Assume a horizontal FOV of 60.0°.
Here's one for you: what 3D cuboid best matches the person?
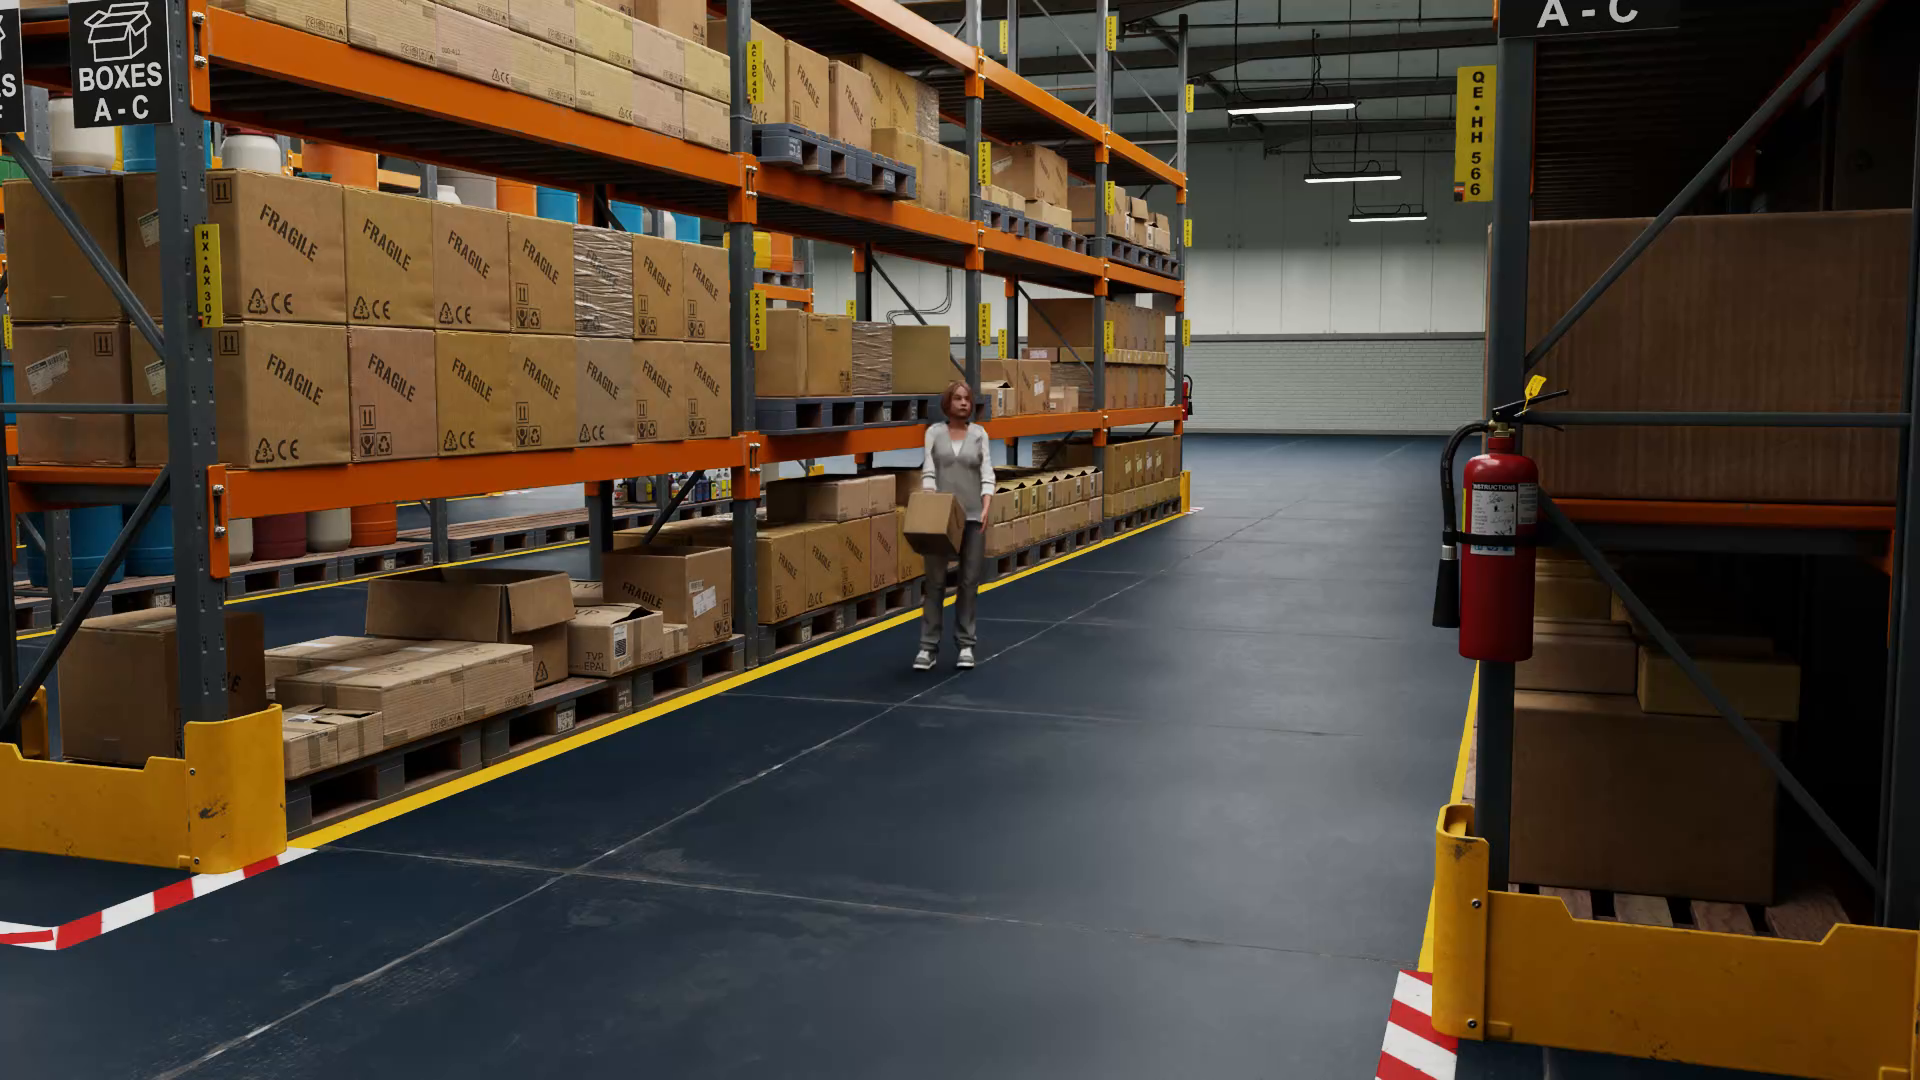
[{"bbox_3d":[-0.039,-0.087,9.302,0.480,1.601,0.437,-1,5,-7],"label":"person"}]
